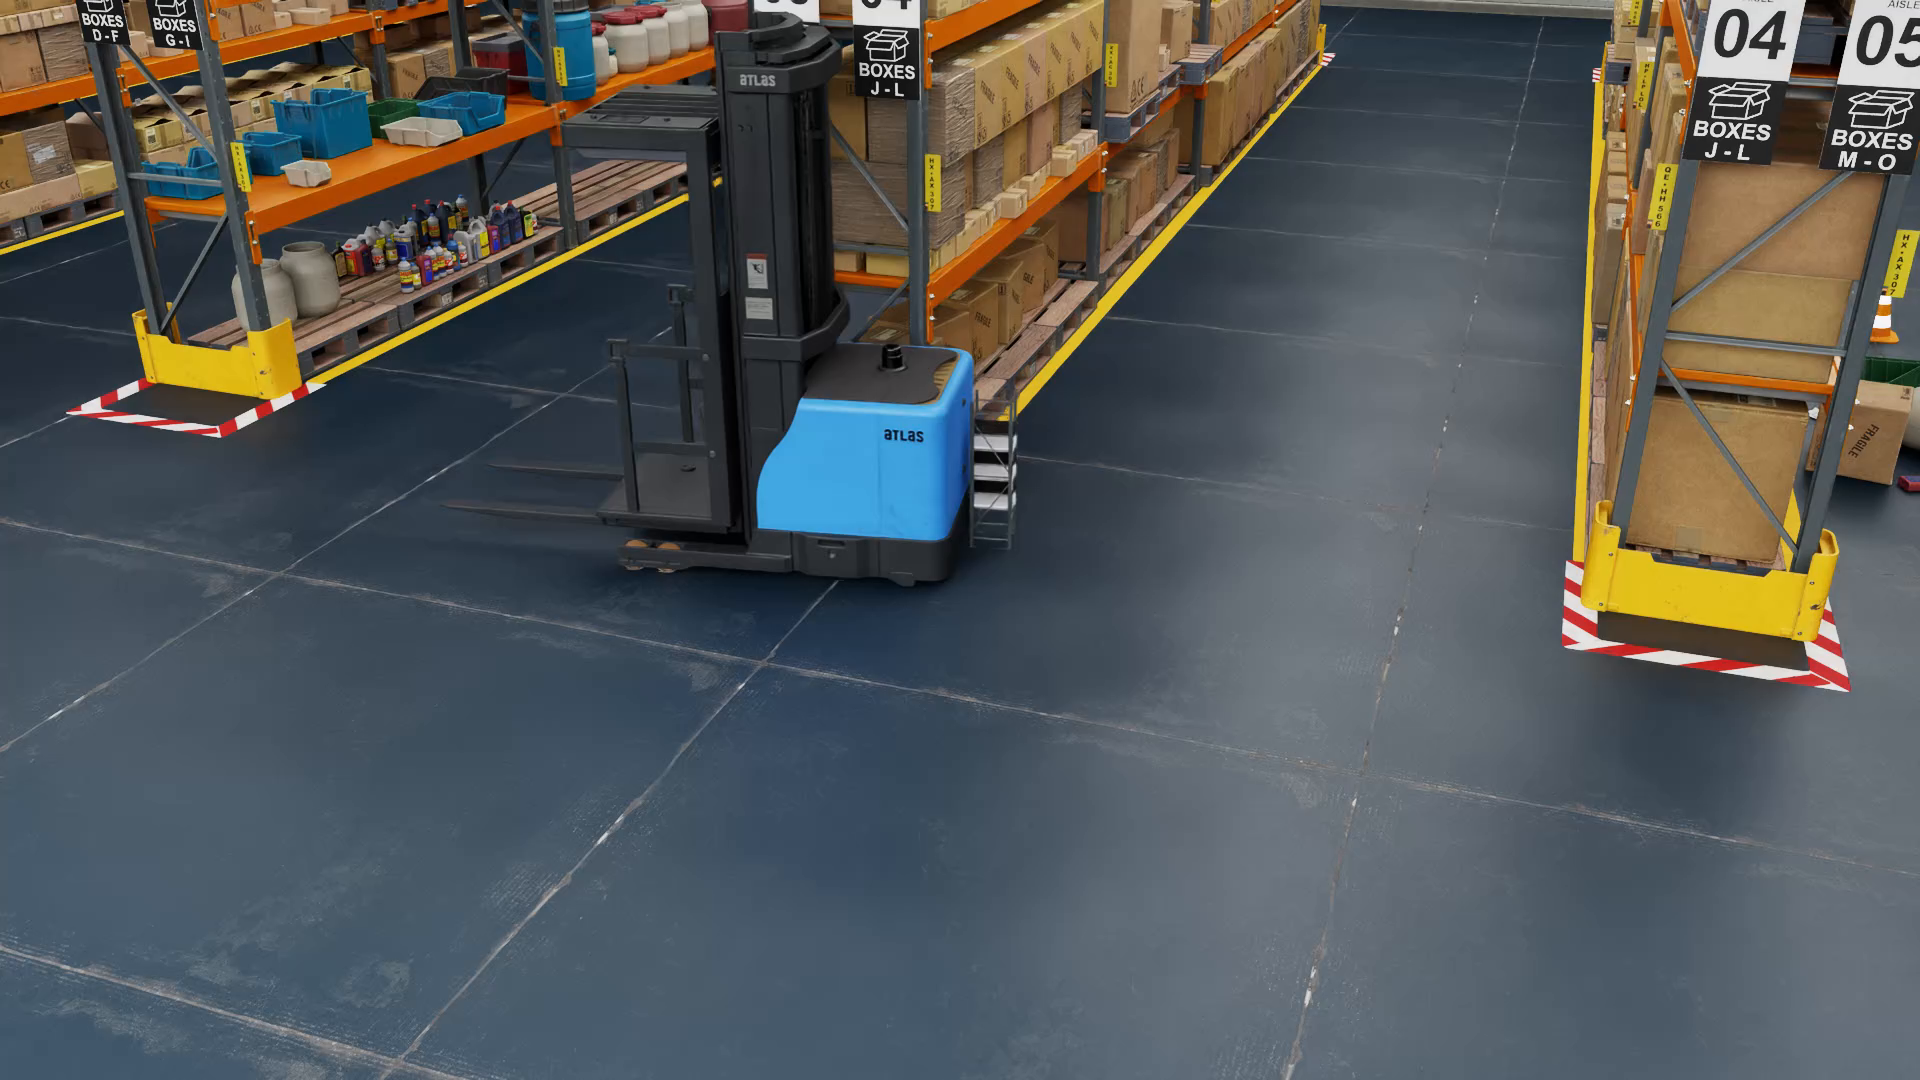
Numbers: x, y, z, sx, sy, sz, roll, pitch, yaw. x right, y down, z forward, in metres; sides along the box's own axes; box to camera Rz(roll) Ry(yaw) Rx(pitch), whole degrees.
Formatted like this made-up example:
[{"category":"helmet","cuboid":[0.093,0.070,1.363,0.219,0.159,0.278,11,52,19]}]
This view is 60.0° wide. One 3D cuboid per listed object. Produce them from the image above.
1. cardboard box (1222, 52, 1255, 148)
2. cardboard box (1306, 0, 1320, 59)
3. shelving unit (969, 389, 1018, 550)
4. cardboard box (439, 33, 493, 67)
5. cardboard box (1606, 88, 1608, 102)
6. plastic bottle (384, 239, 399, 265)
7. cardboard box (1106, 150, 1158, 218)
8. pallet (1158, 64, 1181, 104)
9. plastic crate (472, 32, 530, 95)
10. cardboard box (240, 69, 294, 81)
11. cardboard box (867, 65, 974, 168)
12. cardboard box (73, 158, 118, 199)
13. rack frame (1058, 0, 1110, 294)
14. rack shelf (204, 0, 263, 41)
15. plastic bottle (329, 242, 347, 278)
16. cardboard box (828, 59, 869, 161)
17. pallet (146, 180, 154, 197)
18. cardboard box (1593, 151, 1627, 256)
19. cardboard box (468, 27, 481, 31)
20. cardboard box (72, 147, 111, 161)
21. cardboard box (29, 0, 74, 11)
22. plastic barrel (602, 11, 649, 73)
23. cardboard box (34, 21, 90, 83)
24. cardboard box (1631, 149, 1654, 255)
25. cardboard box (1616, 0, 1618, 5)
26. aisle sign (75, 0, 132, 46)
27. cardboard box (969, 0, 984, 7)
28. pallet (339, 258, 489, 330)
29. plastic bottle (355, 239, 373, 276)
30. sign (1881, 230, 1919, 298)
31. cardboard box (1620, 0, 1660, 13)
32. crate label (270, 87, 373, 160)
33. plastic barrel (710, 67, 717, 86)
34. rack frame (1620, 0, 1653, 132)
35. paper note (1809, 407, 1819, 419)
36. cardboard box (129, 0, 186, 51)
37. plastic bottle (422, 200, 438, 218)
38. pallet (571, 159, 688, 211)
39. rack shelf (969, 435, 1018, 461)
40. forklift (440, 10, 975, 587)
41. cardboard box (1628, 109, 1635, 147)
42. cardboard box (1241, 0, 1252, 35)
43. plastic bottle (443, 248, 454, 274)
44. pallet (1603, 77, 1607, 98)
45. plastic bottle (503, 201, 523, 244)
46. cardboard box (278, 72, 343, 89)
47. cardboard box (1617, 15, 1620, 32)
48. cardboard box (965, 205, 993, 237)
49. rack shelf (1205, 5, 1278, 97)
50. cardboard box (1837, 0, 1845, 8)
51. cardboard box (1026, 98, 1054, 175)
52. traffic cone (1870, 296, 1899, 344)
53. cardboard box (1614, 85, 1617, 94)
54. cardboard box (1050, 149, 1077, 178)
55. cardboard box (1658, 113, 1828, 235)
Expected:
[{"category":"cardboard box","cuboid":[2.545,-4.905,18.395,1.225,0.875,0.875,9,27,18]},{"category":"cardboard box","cuboid":[4.516,-7.273,23.285,0.875,0.875,0.875,9,27,17]},{"category":"shelving unit","cuboid":[0.191,-0.400,9.543,0.258,0.900,0.210,4,26,8]},{"category":"cardboard box","cuboid":[-6.419,-6.320,21.725,0.500,0.500,0.500,8,27,16]},{"category":"cardboard box","cuboid":[8.120,-5.452,20.357,0.380,0.149,0.250,9,27,17]},{"category":"plastic bottle","cuboid":[-4.808,-2.440,14.054,0.097,0.201,0.097,0,26,0]},{"category":"cardboard box","cuboid":[1.433,-3.358,15.606,0.700,0.500,0.500,11,28,22]},{"category":"pallet","cuboid":[1.372,-4.121,15.040,1.003,0.211,1.213,9,27,17]},{"category":"plastic crate","cuboid":[-4.138,-4.373,15.267,0.402,0.464,0.583,9,27,17]},{"category":"cardboard box","cuboid":[-7.967,-5.279,19.241,0.500,0.311,0.500,8,27,16]},{"category":"cardboard box","cuboid":[-0.231,-2.555,9.981,0.500,0.500,0.500,9,27,17]},{"category":"cardboard box","cuboid":[-8.628,-3.550,16.314,0.500,0.250,0.500,9,27,17]},{"category":"rack frame","cuboid":[0.661,-3.383,13.295,1.000,3.000,0.127,9,27,17]},{"category":"rack shelf","cuboid":[-4.676,-4.306,12.584,1.077,0.370,4.000,9,27,17]},{"category":"plastic bottle","cuboid":[-5.122,-2.302,13.674,0.061,0.283,0.133,9,27,19]},{"category":"cardboard box","cuboid":[-0.721,-2.630,10.136,0.500,0.500,0.500,9,27,17]},{"category":"pallet","cuboid":[-8.472,-3.875,17.510,1.003,0.211,1.213,9,27,17]},{"category":"cardboard box","cuboid":[6.060,-2.846,14.285,1.050,0.750,0.750,9,27,18]},{"category":"cardboard box","cuboid":[-6.749,-6.593,22.289,0.500,0.500,0.500,9,27,18]},{"category":"cardboard box","cuboid":[-8.815,-3.985,17.212,0.500,0.250,0.500,8,27,17]},{"category":"cardboard box","cuboid":[-8.822,-5.267,15.582,0.700,0.500,0.500,9,27,18]},{"category":"plastic barrel","cuboid":[-3.241,-4.825,16.118,0.433,0.535,0.433,0,26,0]},{"category":"cardboard box","cuboid":[-8.822,-4.683,15.865,0.700,0.500,0.500,8,27,16]},{"category":"cardboard box","cuboid":[4.740,-2.102,10.478,0.875,0.550,0.550,9,27,17]},{"category":"cardboard box","cuboid":[7.146,-5.705,17.555,0.380,0.149,0.250,8,27,15]},{"category":"aisle sign","cuboid":[-5.645,-3.641,10.845,0.394,0.787,0.004,9,27,17]},{"category":"cardboard box","cuboid":[-0.101,-3.395,10.050,0.500,0.250,0.500,8,27,16]},{"category":"pallet","cuboid":[-4.677,-2.073,13.790,1.003,0.211,1.213,9,27,17]},{"category":"plastic bottle","cuboid":[-4.933,-2.336,13.744,0.061,0.283,0.133,9,27,17]},{"category":"sign","cuboid":[4.495,-1.321,7.952,0.100,0.325,0.005,9,27,17]},{"category":"cardboard box","cuboid":[6.539,-5.088,15.941,0.380,0.149,0.250,10,27,19]},{"category":"crate label","cuboid":[-4.984,-3.269,13.019,0.502,0.435,0.616,9,27,17]},{"category":"plastic barrel","cuboid":[-2.532,-5.161,18.975,0.600,0.830,0.708,9,27,17]},{"category":"rack frame","cuboid":[6.635,-4.266,15.119,1.000,3.000,0.127,9,27,17]},{"category":"paper note","cuboid":[5.934,-0.879,11.529,0.147,0.020,0.142,-9,27,-18]},{"category":"cardboard box","cuboid":[-8.234,-5.396,17.338,0.500,0.500,0.500,11,28,21]},{"category":"plastic bottle","cuboid":[-4.670,-2.836,14.699,0.144,0.351,0.185,10,27,19]},{"category":"pallet","cuboid":[-3.381,-3.678,17.103,1.003,0.211,1.213,9,27,17]},{"category":"rack shelf","cuboid":[0.191,-0.532,9.479,0.258,0.077,0.200,4,26,8]},{"category":"forklift","cuboid":[-1.475,-1.355,9.186,3.031,2.935,1.130,4,26,9]},{"category":"cardboard box","cuboid":[5.562,-3.336,13.083,0.500,0.500,0.500,9,27,18]},{"category":"cardboard box","cuboid":[2.915,-5.861,18.297,0.500,0.500,0.500,9,27,18]},{"category":"plastic bottle","cuboid":[-4.264,-2.319,13.803,0.097,0.201,0.097,0,26,0]},{"category":"pallet","cuboid":[8.968,-5.939,21.773,1.003,0.211,1.213,9,27,17]},{"category":"plastic bottle","cuboid":[-3.953,-2.801,14.627,0.144,0.351,0.185,8,27,16]},{"category":"cardboard box","cuboid":[-7.458,-5.203,19.084,0.500,0.311,0.500,8,27,17]},{"category":"cardboard box","cuboid":[6.543,-4.963,16.024,0.380,0.149,0.250,9,27,19]},{"category":"cardboard box","cuboid":[0.001,-2.117,10.968,0.380,0.149,0.250,9,27,17]},{"category":"rack shelf","cuboid":[2.657,-5.525,18.544,1.077,0.370,4.000,9,27,17]},{"category":"cardboard box","cuboid":[4.474,-2.649,8.028,0.380,0.149,0.250,9,27,18]},{"category":"cardboard box","cuboid":[0.182,-2.966,11.977,0.875,0.500,0.500,9,27,17]},{"category":"traffic cone","cuboid":[7.174,-1.813,12.963,0.336,0.463,0.334,9,27,17]},{"category":"cardboard box","cuboid":[7.471,-5.046,18.256,0.500,0.250,0.500,8,27,15]},{"category":"cardboard box","cuboid":[0.656,-2.825,12.430,0.380,0.149,0.250,9,27,17]},{"category":"cardboard box","cuboid":[4.229,-1.918,8.859,0.875,0.550,0.550,9,27,17]}]
